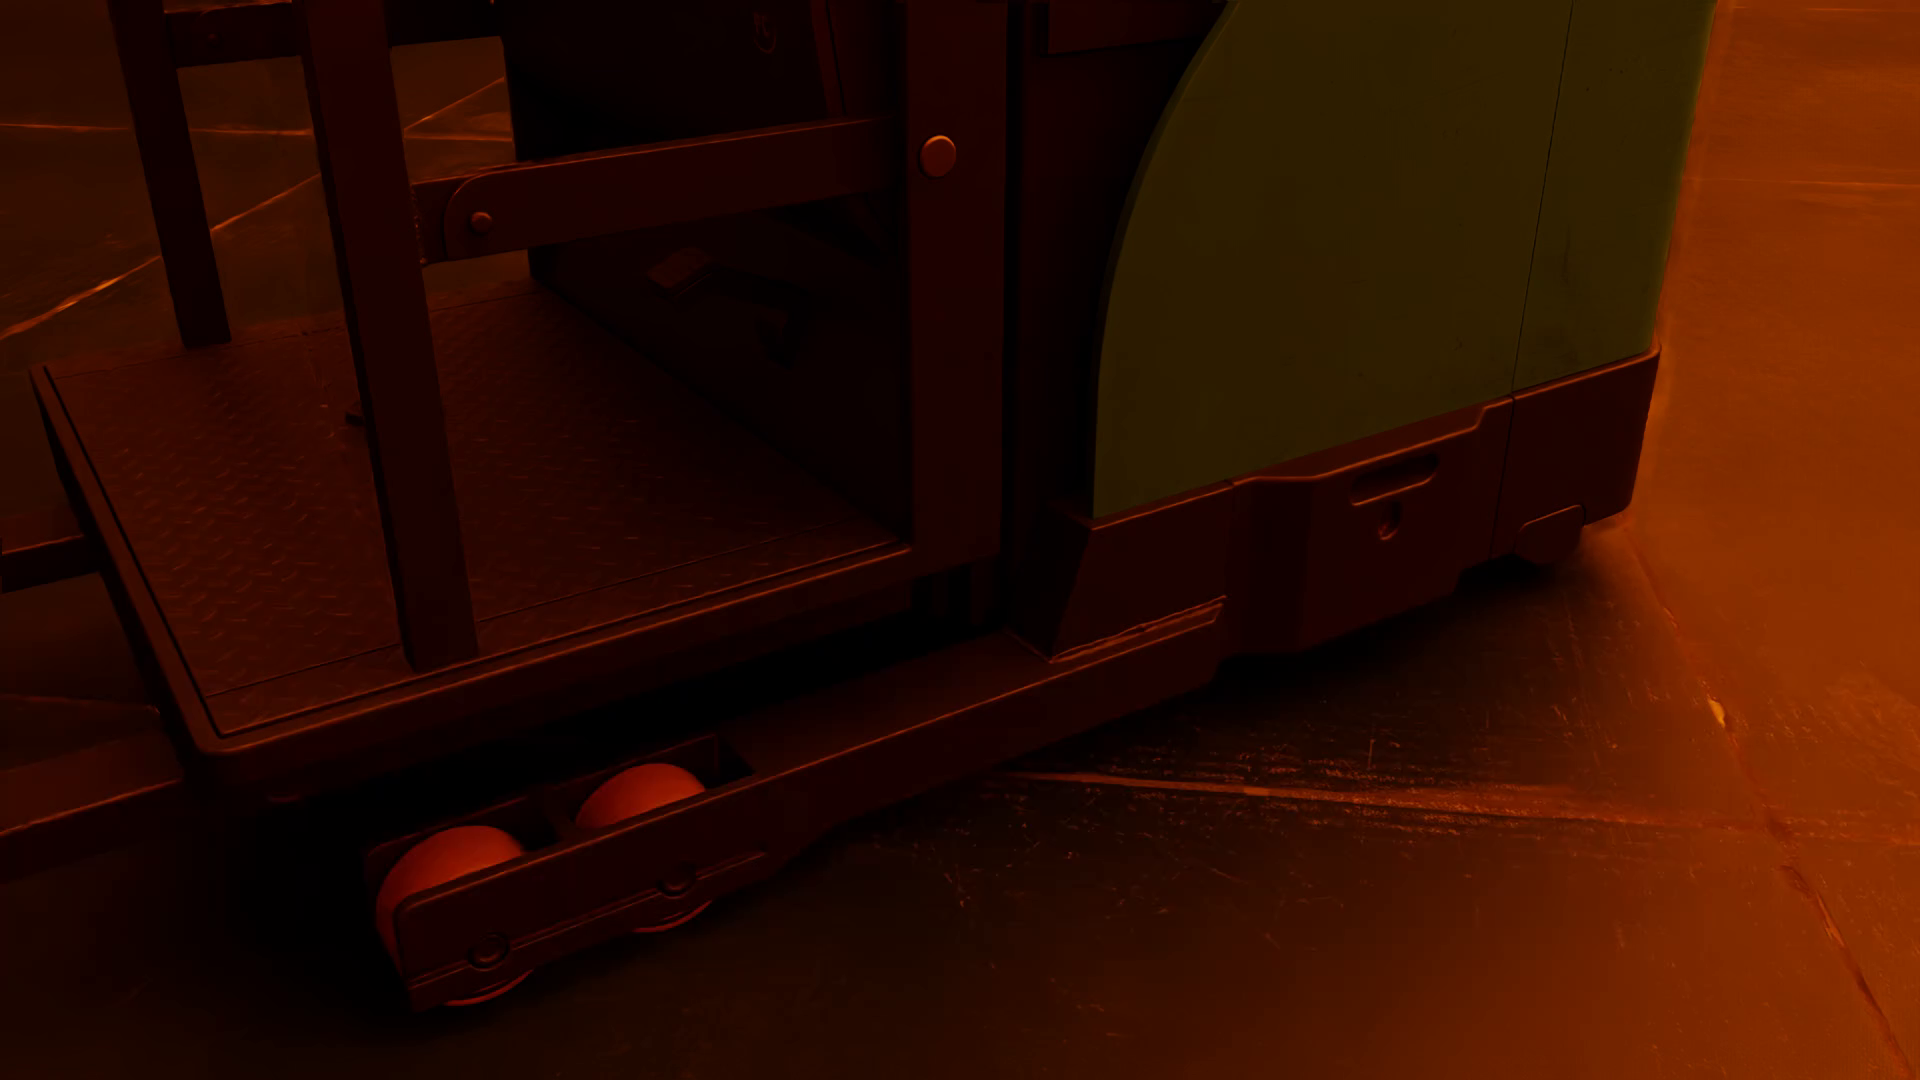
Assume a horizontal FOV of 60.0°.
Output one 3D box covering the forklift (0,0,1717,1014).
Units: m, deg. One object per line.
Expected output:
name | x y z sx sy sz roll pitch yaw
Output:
forklift | -0.513 -1.134 1.489 3.031 2.935 1.130 -16 31 -30
